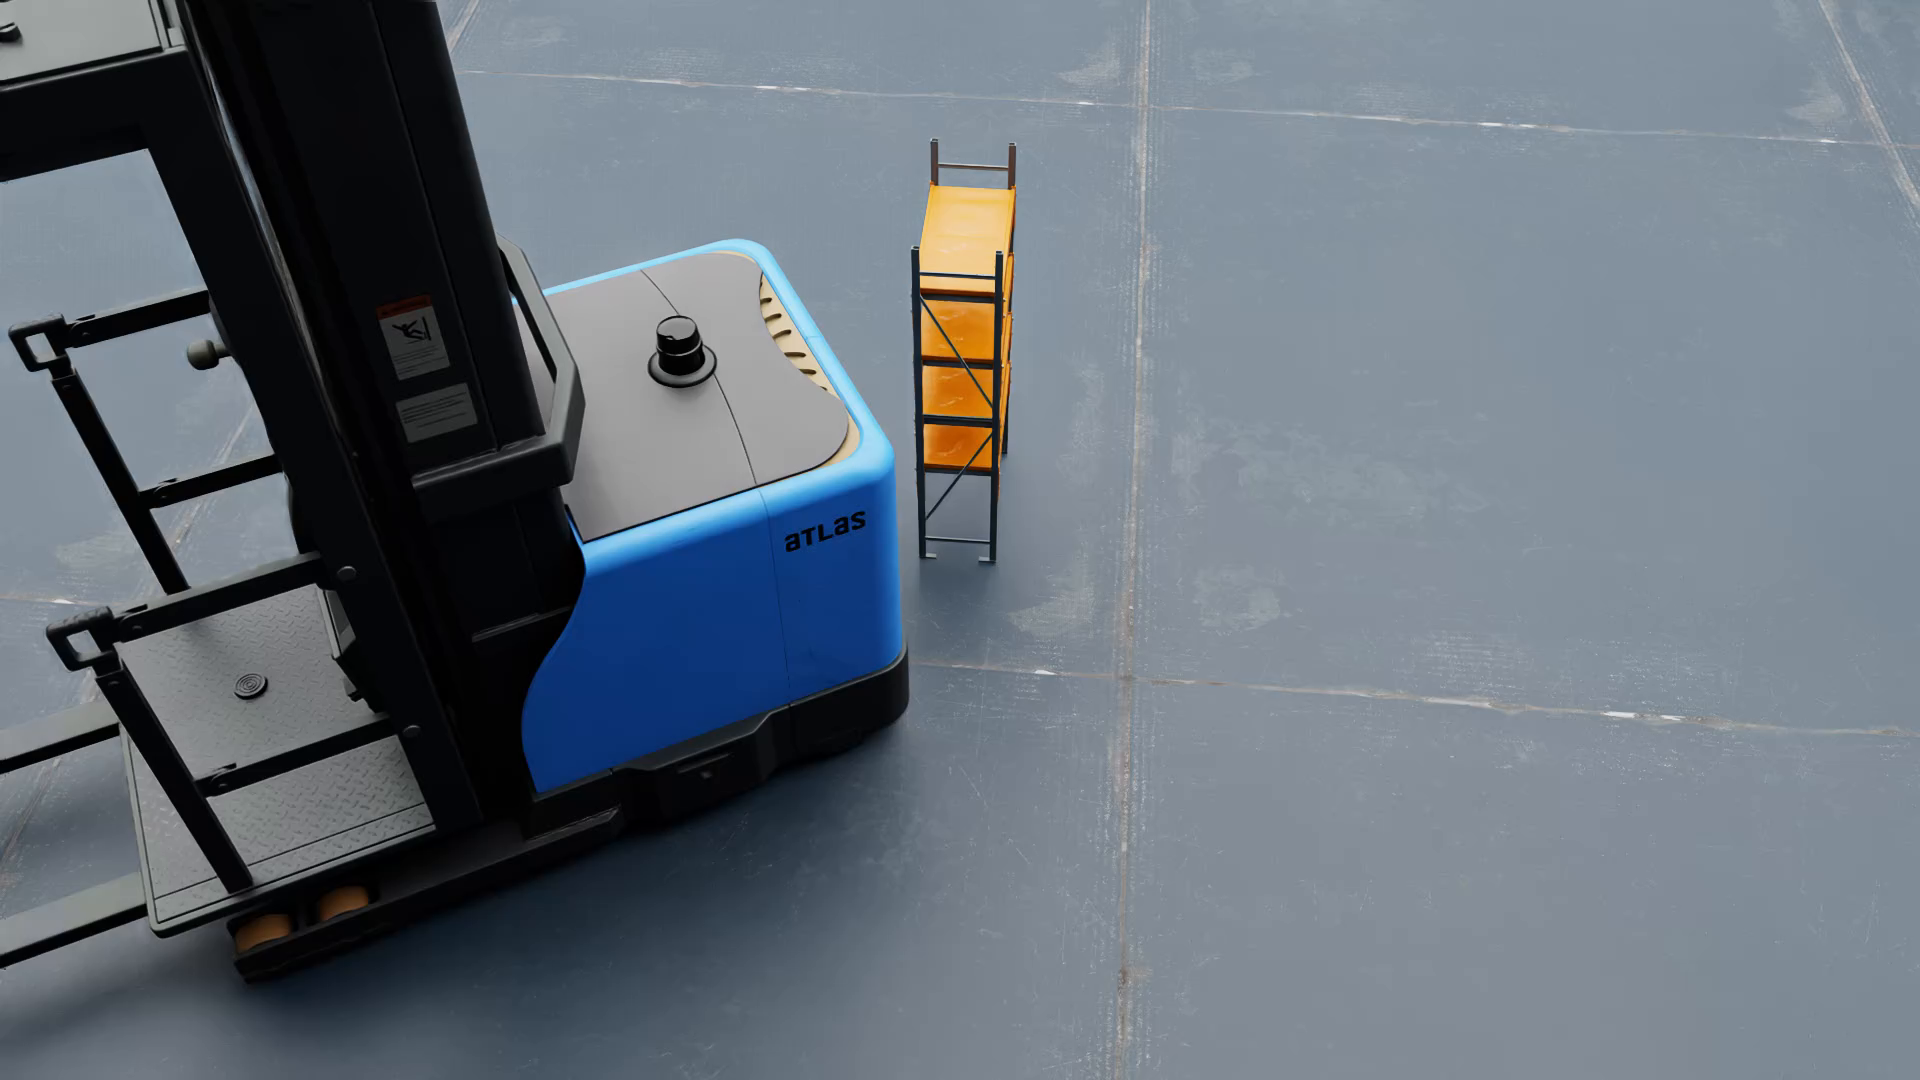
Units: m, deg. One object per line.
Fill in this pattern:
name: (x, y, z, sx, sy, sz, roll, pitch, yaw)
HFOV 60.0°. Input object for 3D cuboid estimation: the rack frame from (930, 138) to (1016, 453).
rack frame: (0.037, -0.706, 5.083, 0.240, 1.200, 0.015, 4, 48, 4)

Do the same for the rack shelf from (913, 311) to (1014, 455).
rack shelf: (0.015, -0.481, 4.968, 0.258, 0.148, 0.480, 4, 48, 4)

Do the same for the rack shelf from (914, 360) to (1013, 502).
rack shelf: (0.015, -0.347, 5.115, 0.258, 0.148, 0.480, 4, 48, 4)

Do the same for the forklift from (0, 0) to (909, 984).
forklift: (-1.703, -0.331, 3.566, 3.031, 2.935, 1.130, -19, 50, -17)

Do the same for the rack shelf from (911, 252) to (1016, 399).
rack shelf: (0.015, -0.632, 4.803, 0.258, 0.148, 0.480, 4, 48, 4)

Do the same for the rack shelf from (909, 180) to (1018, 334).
rack shelf: (0.015, -0.792, 4.629, 0.258, 0.148, 0.480, 4, 48, 4)

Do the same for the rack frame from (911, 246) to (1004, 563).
rack frame: (-0.007, -0.347, 4.755, 0.240, 1.200, 0.015, 4, 48, 4)

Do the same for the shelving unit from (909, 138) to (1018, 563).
shelving unit: (0.015, -0.527, 4.919, 0.258, 1.200, 0.503, 4, 48, 4)
